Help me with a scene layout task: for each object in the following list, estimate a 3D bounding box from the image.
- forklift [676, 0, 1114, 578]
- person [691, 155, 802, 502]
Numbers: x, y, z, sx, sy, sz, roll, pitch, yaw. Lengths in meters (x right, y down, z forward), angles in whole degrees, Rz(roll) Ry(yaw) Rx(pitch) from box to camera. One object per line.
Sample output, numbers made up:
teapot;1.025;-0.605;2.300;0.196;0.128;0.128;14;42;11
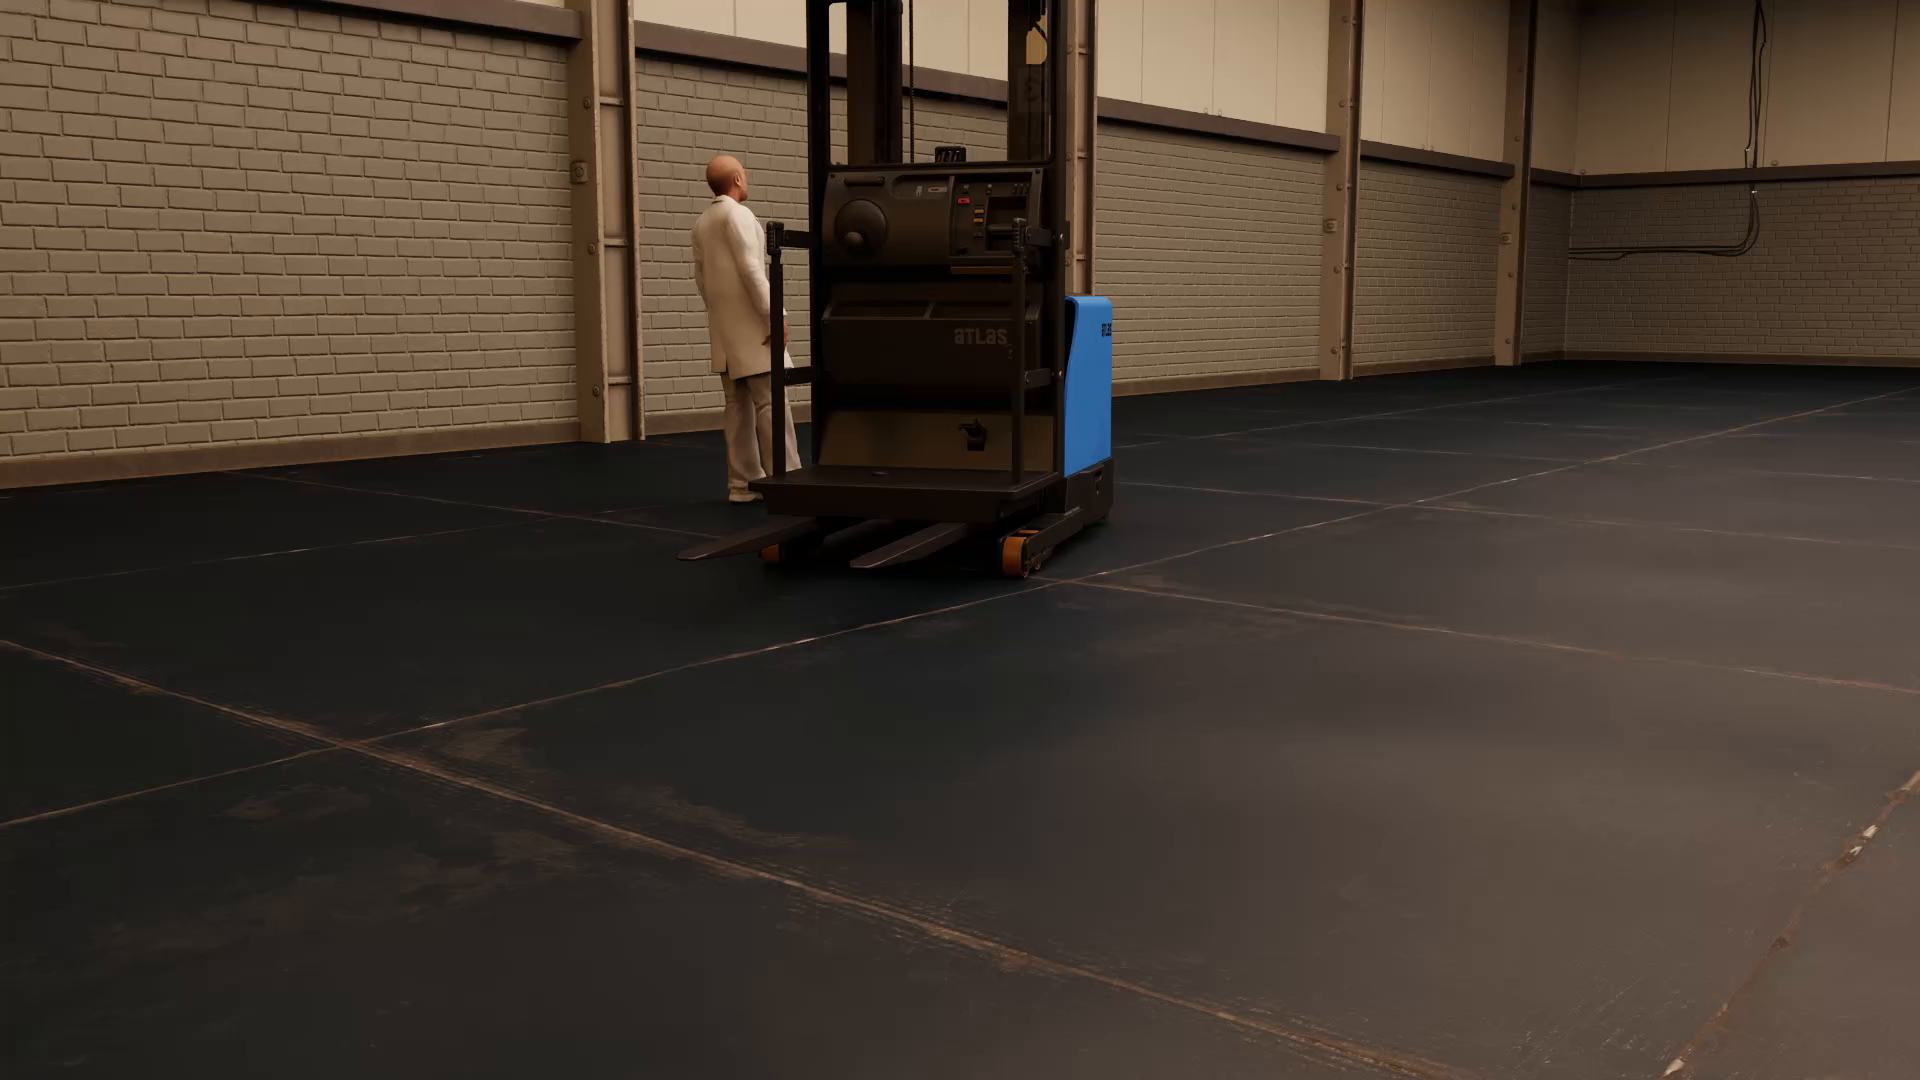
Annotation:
forklift;-0.176;-1.366;6.616;1.130;2.935;3.031;3;9;17
person;-1.043;-1.090;8.664;0.578;1.779;0.698;-6;10;-35
